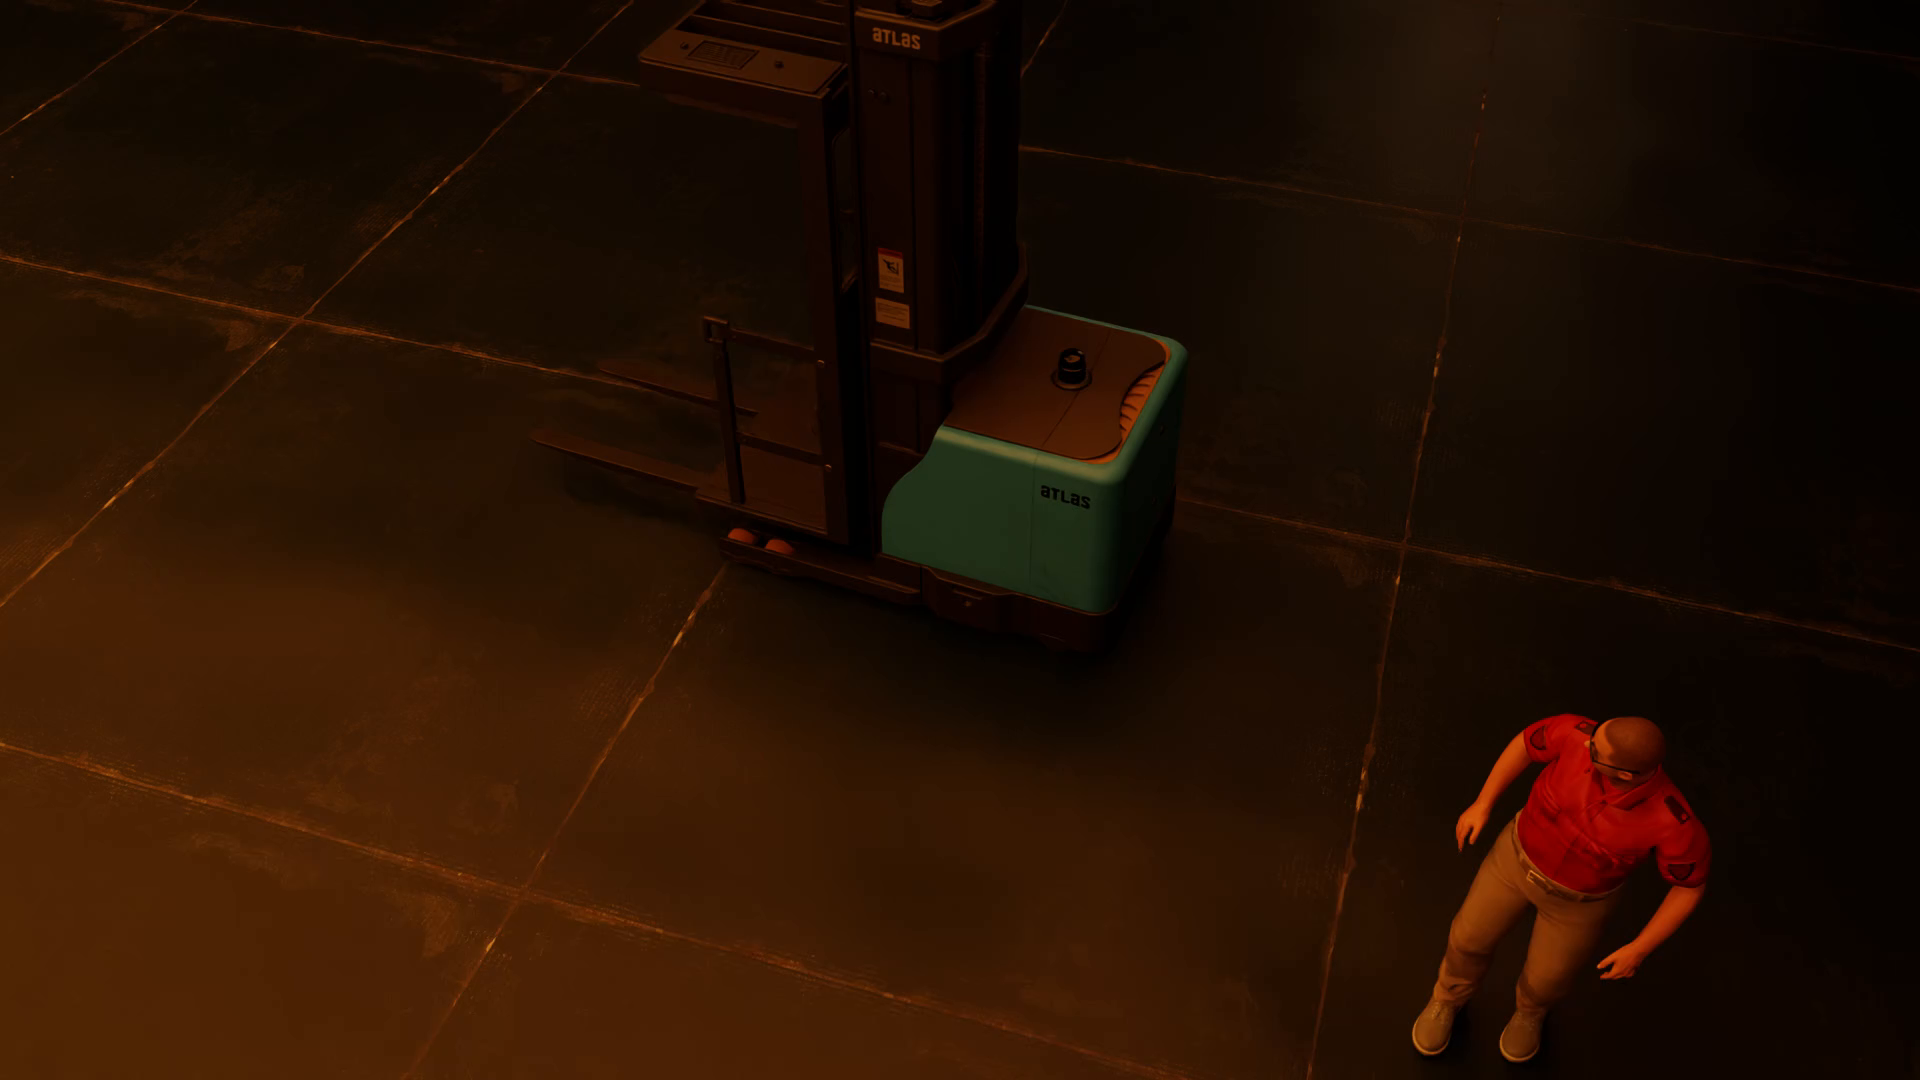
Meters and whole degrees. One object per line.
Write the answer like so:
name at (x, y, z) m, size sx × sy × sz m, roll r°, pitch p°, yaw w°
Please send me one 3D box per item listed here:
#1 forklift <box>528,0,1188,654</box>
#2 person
forklift at (-0.567, -1.228, 7.009) m, size 3.031 × 2.935 × 1.130 m, roll 16°, pitch 45°, yaw 16°
person at (1.919, 1.145, 5.357) m, size 0.748 × 1.709 × 0.520 m, roll 32°, pitch 52°, yaw 30°
